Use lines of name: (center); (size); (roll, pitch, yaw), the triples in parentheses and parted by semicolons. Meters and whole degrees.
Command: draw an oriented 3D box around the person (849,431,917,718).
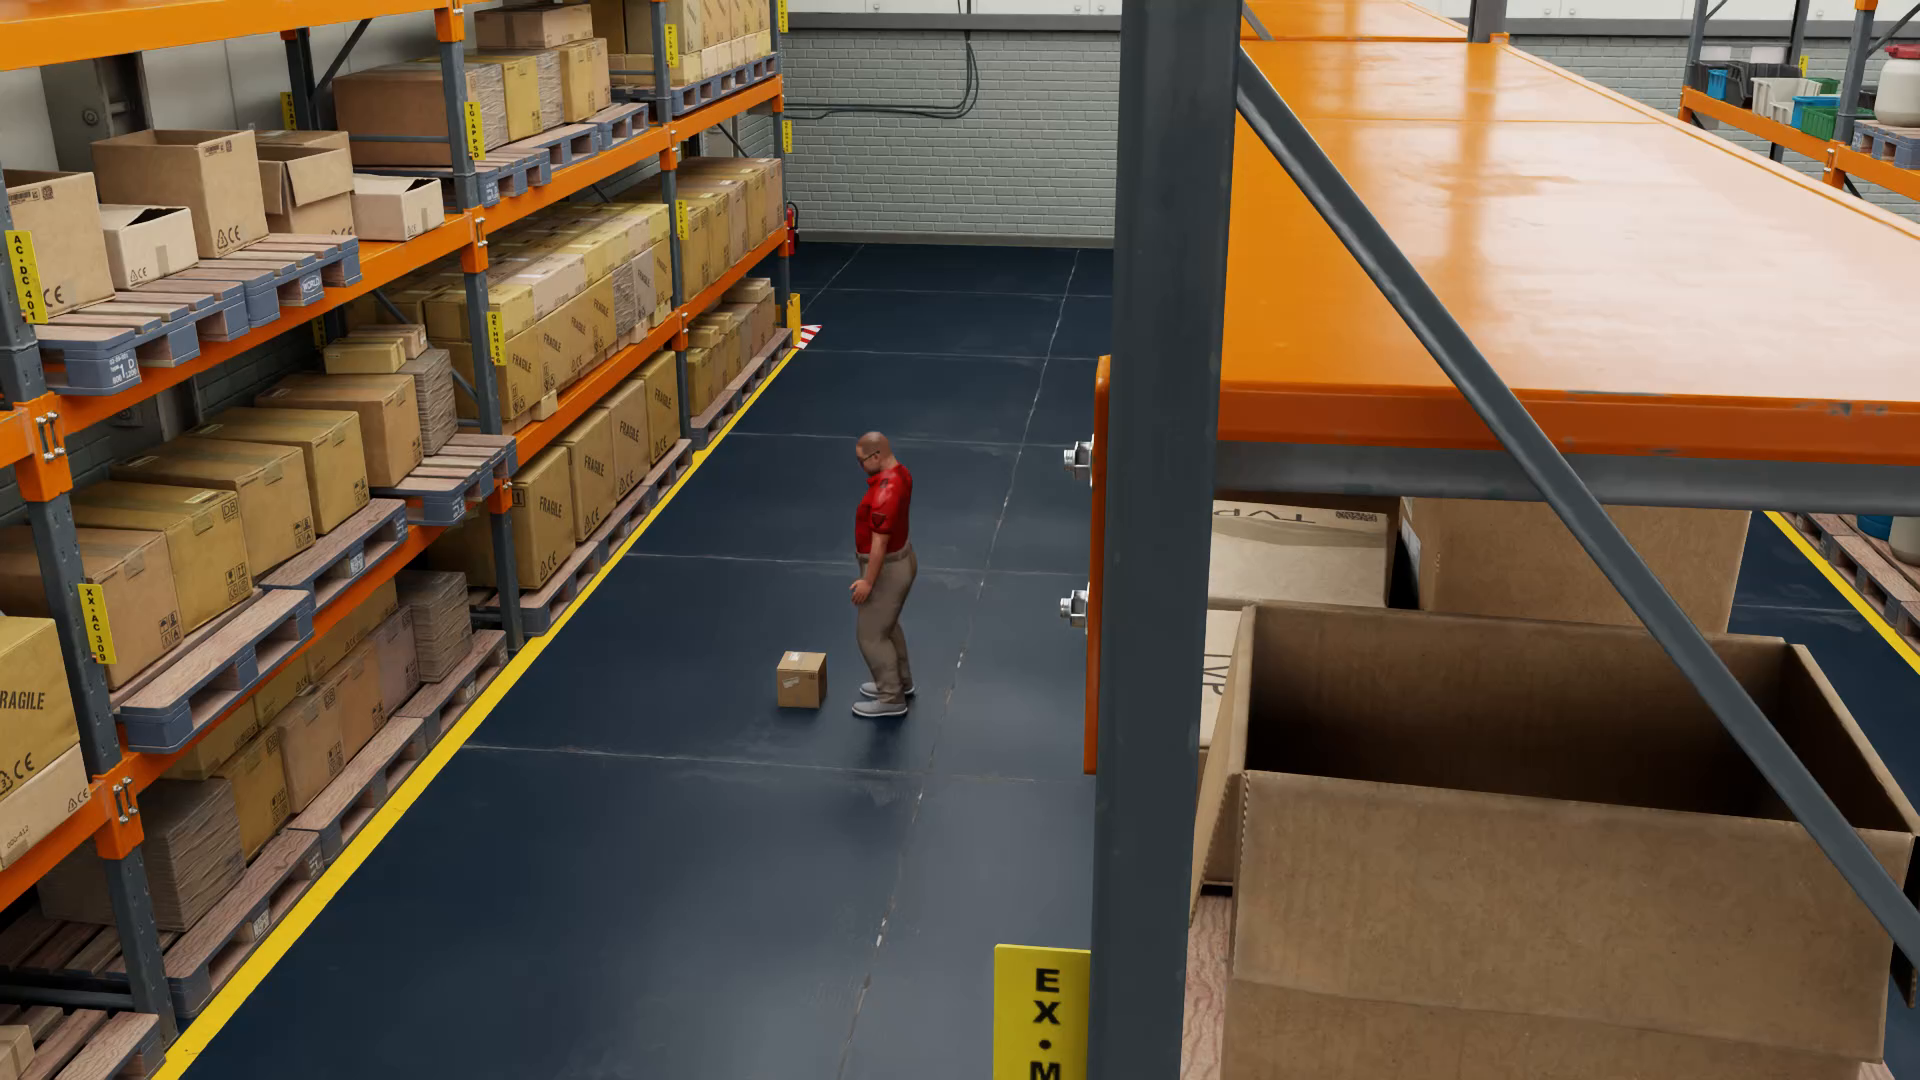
person: (-0.446, 0.196, 9.634); (0.367, 1.713, 0.538); (3, 21, 7)
